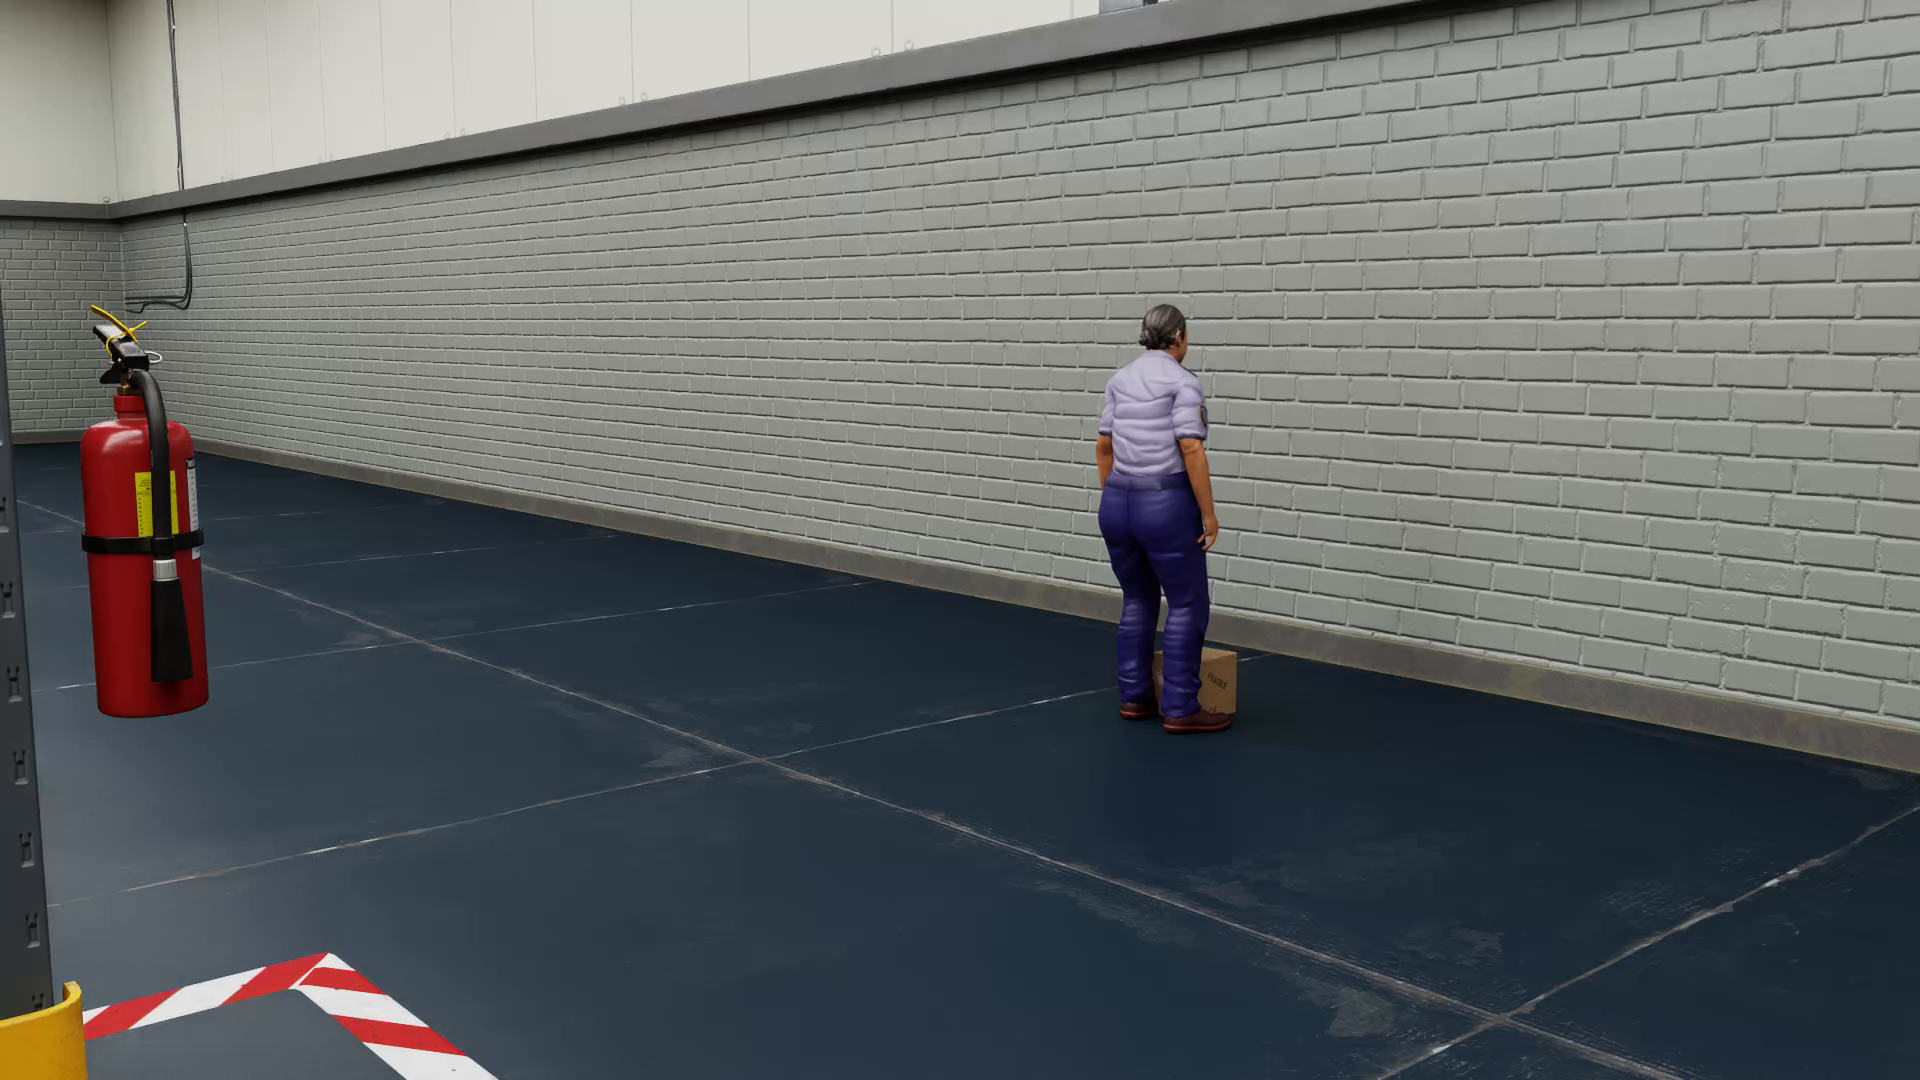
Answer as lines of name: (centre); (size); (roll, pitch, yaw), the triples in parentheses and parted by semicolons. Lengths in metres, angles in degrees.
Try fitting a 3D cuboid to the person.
person: (0.794, -0.095, 6.532); (0.417, 1.652, 0.549); (-7, 10, -43)
